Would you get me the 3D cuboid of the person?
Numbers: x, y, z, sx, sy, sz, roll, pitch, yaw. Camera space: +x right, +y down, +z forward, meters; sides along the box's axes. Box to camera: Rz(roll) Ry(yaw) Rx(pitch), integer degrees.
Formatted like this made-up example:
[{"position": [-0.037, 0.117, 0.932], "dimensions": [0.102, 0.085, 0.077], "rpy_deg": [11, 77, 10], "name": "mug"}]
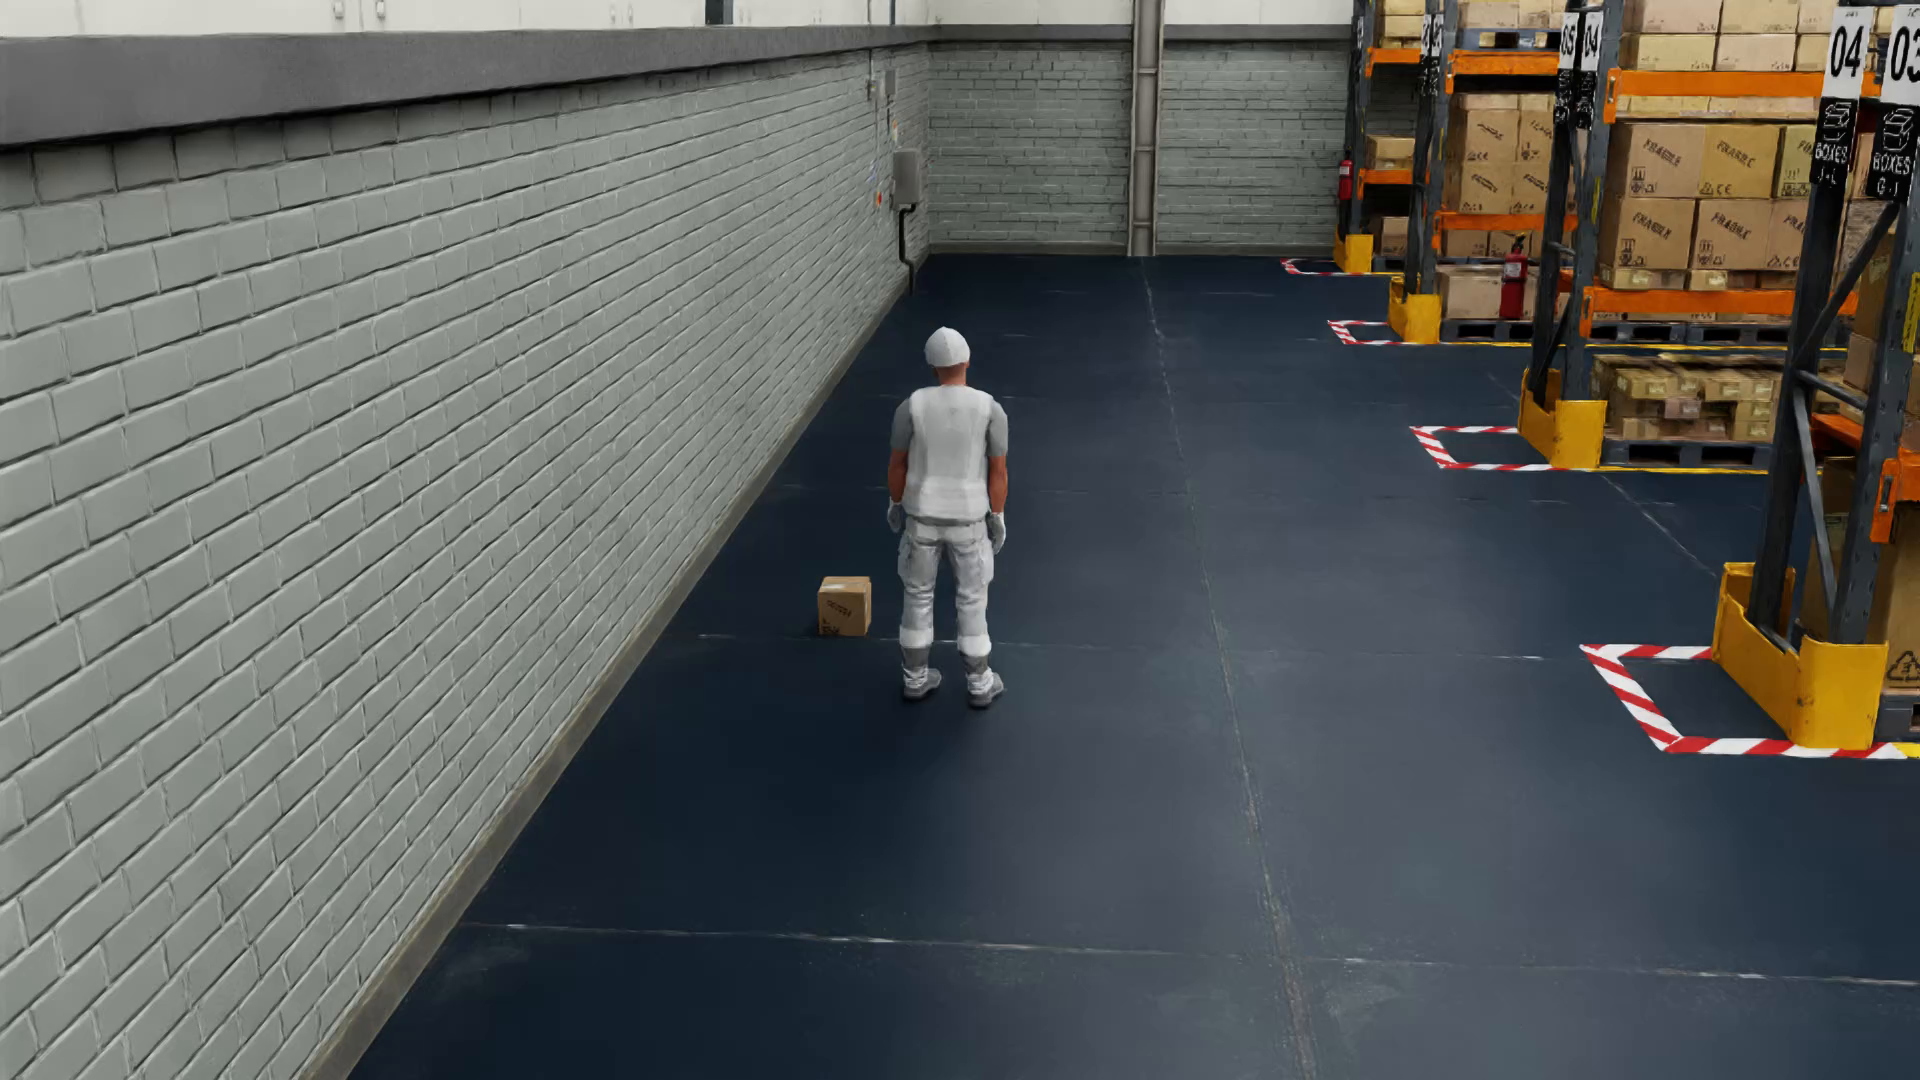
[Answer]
[{"position": [-0.063, -0.111, 7.781], "dimensions": [0.577, 1.796, 0.383], "rpy_deg": [1, 17, 3], "name": "person"}]
